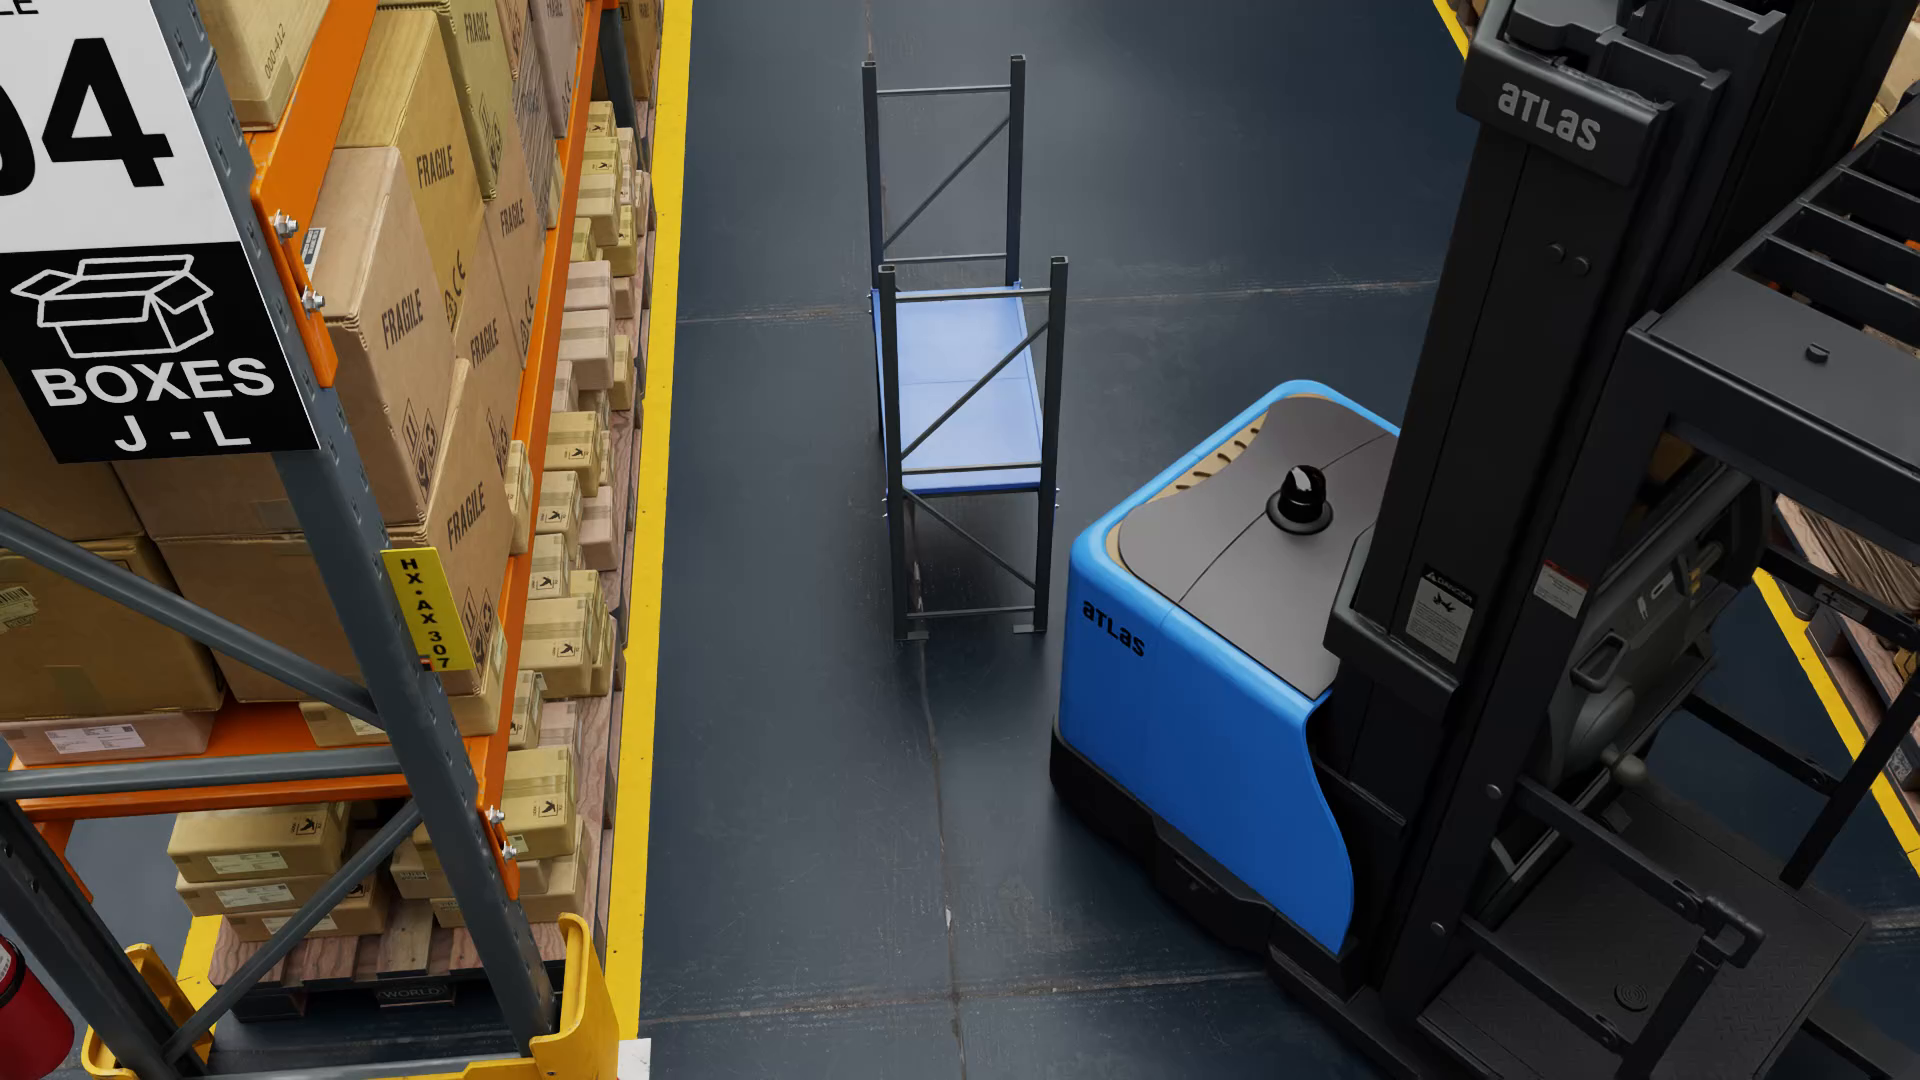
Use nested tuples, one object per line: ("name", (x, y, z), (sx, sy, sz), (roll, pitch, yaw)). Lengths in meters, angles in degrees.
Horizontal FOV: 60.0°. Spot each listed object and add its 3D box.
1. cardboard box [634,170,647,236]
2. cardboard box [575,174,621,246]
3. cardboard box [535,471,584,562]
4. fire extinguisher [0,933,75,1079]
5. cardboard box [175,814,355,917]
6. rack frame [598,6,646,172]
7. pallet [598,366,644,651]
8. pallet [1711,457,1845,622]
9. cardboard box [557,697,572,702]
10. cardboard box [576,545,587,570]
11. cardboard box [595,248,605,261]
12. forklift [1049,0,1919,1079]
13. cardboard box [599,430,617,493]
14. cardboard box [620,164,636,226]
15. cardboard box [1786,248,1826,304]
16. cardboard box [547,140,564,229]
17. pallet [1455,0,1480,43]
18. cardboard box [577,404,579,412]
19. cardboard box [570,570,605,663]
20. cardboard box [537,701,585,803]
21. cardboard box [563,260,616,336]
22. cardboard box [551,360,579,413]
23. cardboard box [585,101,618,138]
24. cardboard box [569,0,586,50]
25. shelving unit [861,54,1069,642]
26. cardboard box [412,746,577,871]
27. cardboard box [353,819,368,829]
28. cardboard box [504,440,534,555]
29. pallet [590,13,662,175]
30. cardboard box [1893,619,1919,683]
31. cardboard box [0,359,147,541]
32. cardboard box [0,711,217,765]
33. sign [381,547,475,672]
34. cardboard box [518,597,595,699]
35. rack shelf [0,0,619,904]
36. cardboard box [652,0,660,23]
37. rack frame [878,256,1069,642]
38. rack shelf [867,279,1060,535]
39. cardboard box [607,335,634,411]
("cardboard box", (-1.452, -1.336, 6.623), (0.380, 0.149, 0.250), (-3, 47, -3))
("cardboard box", (-1.446, -1.200, 6.085), (0.380, 0.149, 0.250), (-4, 47, -4))
("cardboard box", (-1.348, -0.067, 5.012), (0.380, 0.149, 0.250), (-2, 47, -2))
("fire extinguisher", (-1.928, 0.824, 3.213), (0.296, 0.674, 0.183), (-3, 47, -3))
("cardboard box", (-1.818, 0.828, 4.369), (0.380, 0.149, 0.250), (-5, 47, -4))
("rack frame", (-1.824, -2.435, 5.990), (1.000, 3.000, 0.127), (-3, 47, -3))
("pallet", (-1.628, -0.107, 5.706), (1.003, 0.211, 1.213), (-3, 47, -3))
("pallet", (3.217, -0.265, 5.855), (1.003, 0.211, 1.213), (-3, 47, -3))
("cardboard box", (-1.346, 0.533, 4.853), (0.380, 0.149, 0.250), (-3, 47, -3))
("cardboard box", (-1.374, 0.163, 5.204), (0.380, 0.149, 0.250), (-3, 47, -3))
("cardboard box", (-1.483, -0.917, 6.022), (0.380, 0.149, 0.250), (-3, 47, -3))
("forklift", (1.659, 0.257, 3.488), (1.130, 2.935, 3.031), (-35, 56, -29))
("cardboard box", (-1.357, -0.222, 5.568), (0.380, 0.149, 0.250), (-3, 47, -3))
("cardboard box", (-1.446, -1.298, 6.382), (0.380, 0.149, 0.250), (-6, 47, -5))
("cardboard box", (3.177, -0.943, 5.752), (0.875, 0.875, 0.875), (-3, 47, -3))
("cardboard box", (-1.365, -1.029, 4.832), (0.380, 0.149, 0.250), (-3, 47, -3))
("pallet", (2.987, -2.258, 7.743), (1.003, 0.211, 1.213), (-3, 47, -3))
("cardboard box", (-1.460, -0.343, 5.479), (0.380, 0.149, 0.250), (-1, 47, -1))
("cardboard box", (-1.266, 0.233, 4.933), (0.380, 0.149, 0.250), (-2, 47, -2))
("cardboard box", (-1.244, 0.597, 4.588), (0.380, 0.149, 0.250), (-4, 47, -3))
("cardboard box", (-1.388, -0.817, 5.722), (0.380, 0.149, 0.250), (-6, 47, -5))
("cardboard box", (-1.441, -0.436, 5.362), (0.380, 0.149, 0.250), (-3, 47, -3))
("cardboard box", (-1.535, -1.562, 6.428), (0.380, 0.149, 0.250), (-2, 47, -2))
("cardboard box", (-1.460, -1.863, 5.175), (0.500, 0.500, 0.500), (-5, 47, -4))
("shelving unit", (-0.007, -0.577, 5.264), (0.538, 1.500, 1.048), (-3, 47, -3))
("cardboard box", (-1.195, 0.691, 4.294), (0.380, 0.149, 0.250), (-5, 47, -5))
("cardboard box", (-1.864, 0.747, 4.651), (0.380, 0.149, 0.250), (-2, 47, -2))
("cardboard box", (-1.222, -0.088, 3.941), (0.380, 0.149, 0.250), (-5, 47, -4))
("pallet", (-1.891, -2.039, 7.536), (1.003, 0.211, 1.213), (-3, 47, -3))
("cardboard box", (3.328, 0.359, 4.518), (0.875, 0.875, 0.875), (-3, 47, -3))
("cardboard box", (-1.776, -0.337, 3.041), (0.500, 0.500, 0.500), (-4, 47, -4))
("cardboard box", (-1.799, 0.327, 3.547), (0.380, 0.149, 0.250), (-3, 47, -3))
("sign", (-0.949, 0.129, 2.966), (0.100, 0.325, 0.005), (-3, 47, -3))
("cardboard box", (-1.231, 0.309, 4.656), (0.380, 0.149, 0.250), (-4, 47, -3))
("rack shelf", (-1.657, -0.740, 4.881), (1.077, 0.370, 4.000), (-3, 47, -3))
("cardboard box", (-1.668, -2.653, 7.629), (0.500, 0.500, 0.500), (-2, 47, -1))
("rack frame", (0.035, -0.210, 4.916), (0.500, 1.500, 0.032), (-3, 47, -3))
("rack shelf", (-0.007, -0.454, 5.395), (0.538, 0.185, 1.000), (-3, 47, -3))
("cardboard box", (-1.365, -0.587, 5.914), (0.380, 0.149, 0.250), (-4, 47, -3))
